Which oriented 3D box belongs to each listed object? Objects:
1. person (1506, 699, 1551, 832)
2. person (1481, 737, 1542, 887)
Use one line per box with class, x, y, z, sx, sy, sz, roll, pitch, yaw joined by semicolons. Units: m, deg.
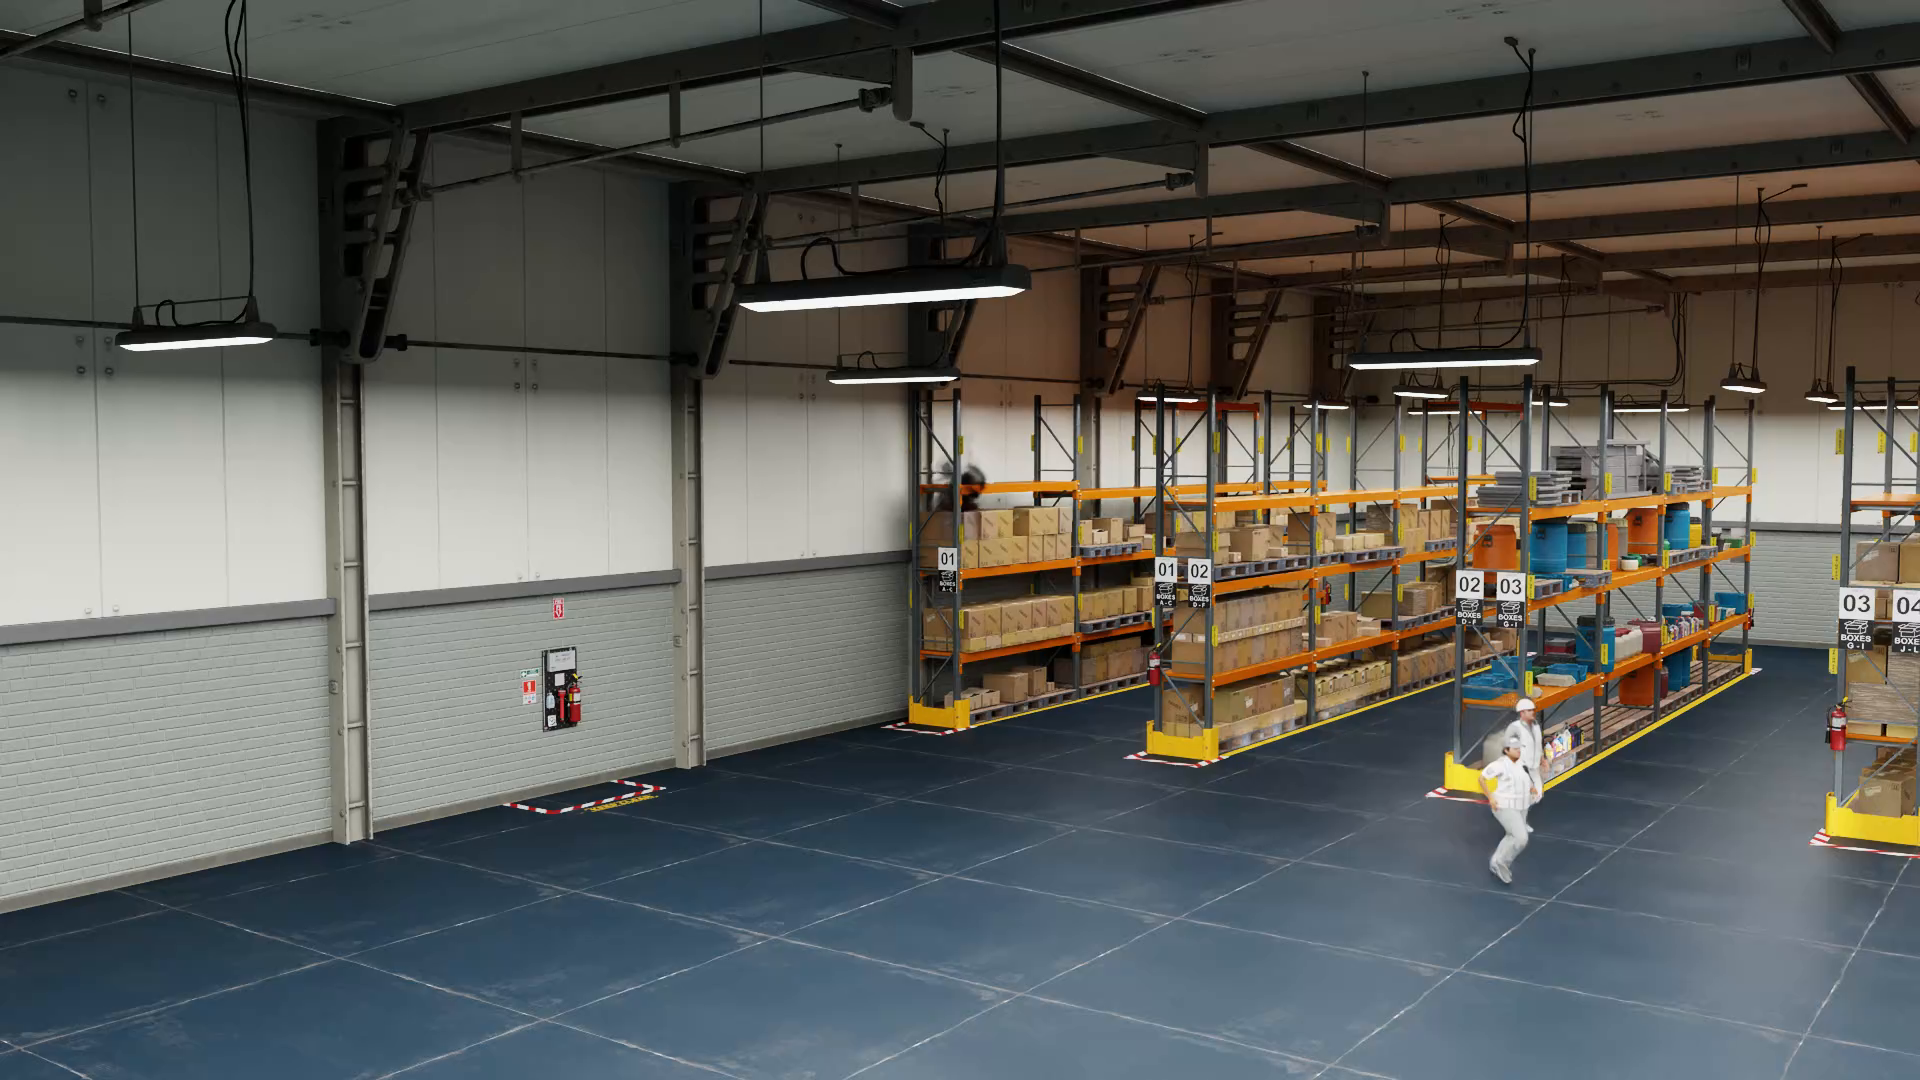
person;7.354;2.918;21.583;0.647;1.721;0.618;-2;4;-27
person;6.346;3.095;19.008;0.574;1.698;0.698;-2;4;-36
